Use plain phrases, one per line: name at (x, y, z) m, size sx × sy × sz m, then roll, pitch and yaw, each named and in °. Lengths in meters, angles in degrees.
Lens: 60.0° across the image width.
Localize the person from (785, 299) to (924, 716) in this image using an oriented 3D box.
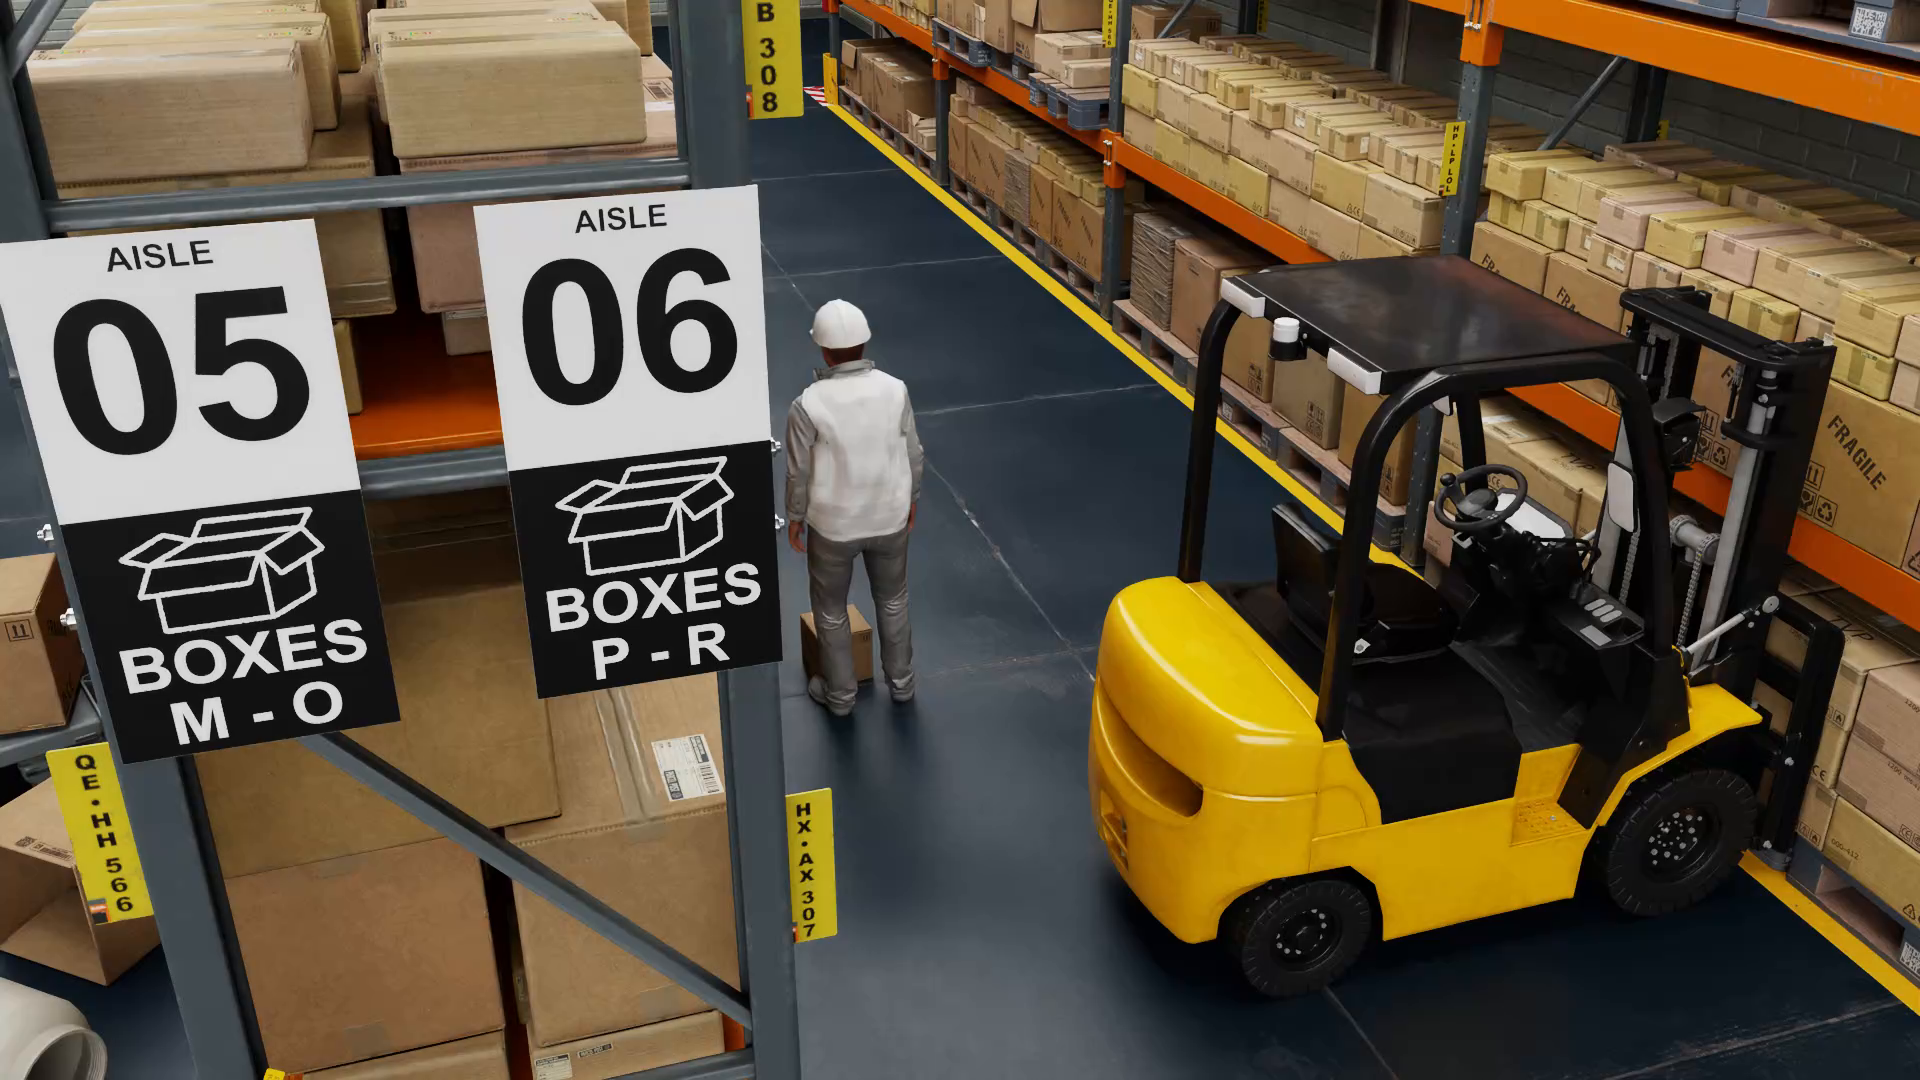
person at (-0.430, -0.110, 6.810) m, size 0.578 × 1.769 × 0.460 m, roll -10°, pitch 28°, yaw -19°
